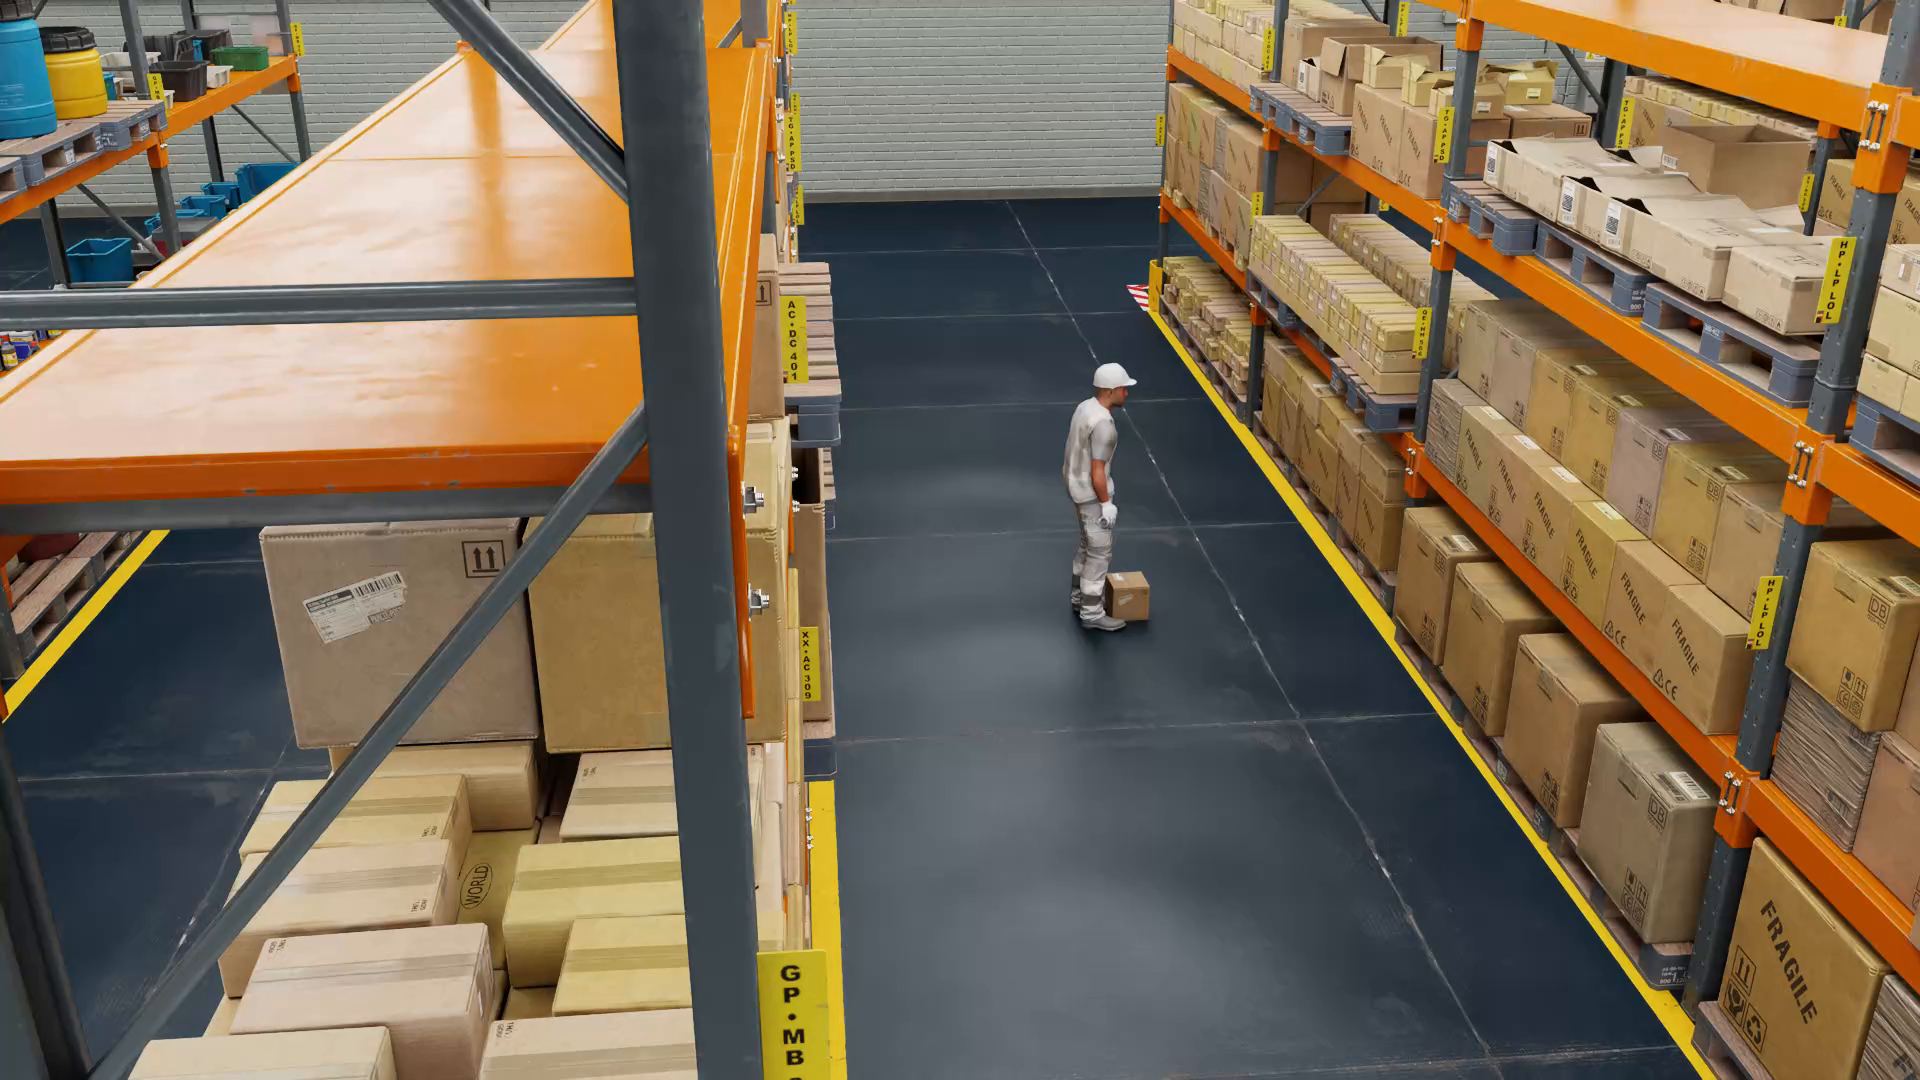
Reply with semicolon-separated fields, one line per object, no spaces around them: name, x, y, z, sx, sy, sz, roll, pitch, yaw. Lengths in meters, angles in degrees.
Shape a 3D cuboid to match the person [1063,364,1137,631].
person;0.917;-0.301;11.005;0.455;1.779;0.610;-2;24;-6
